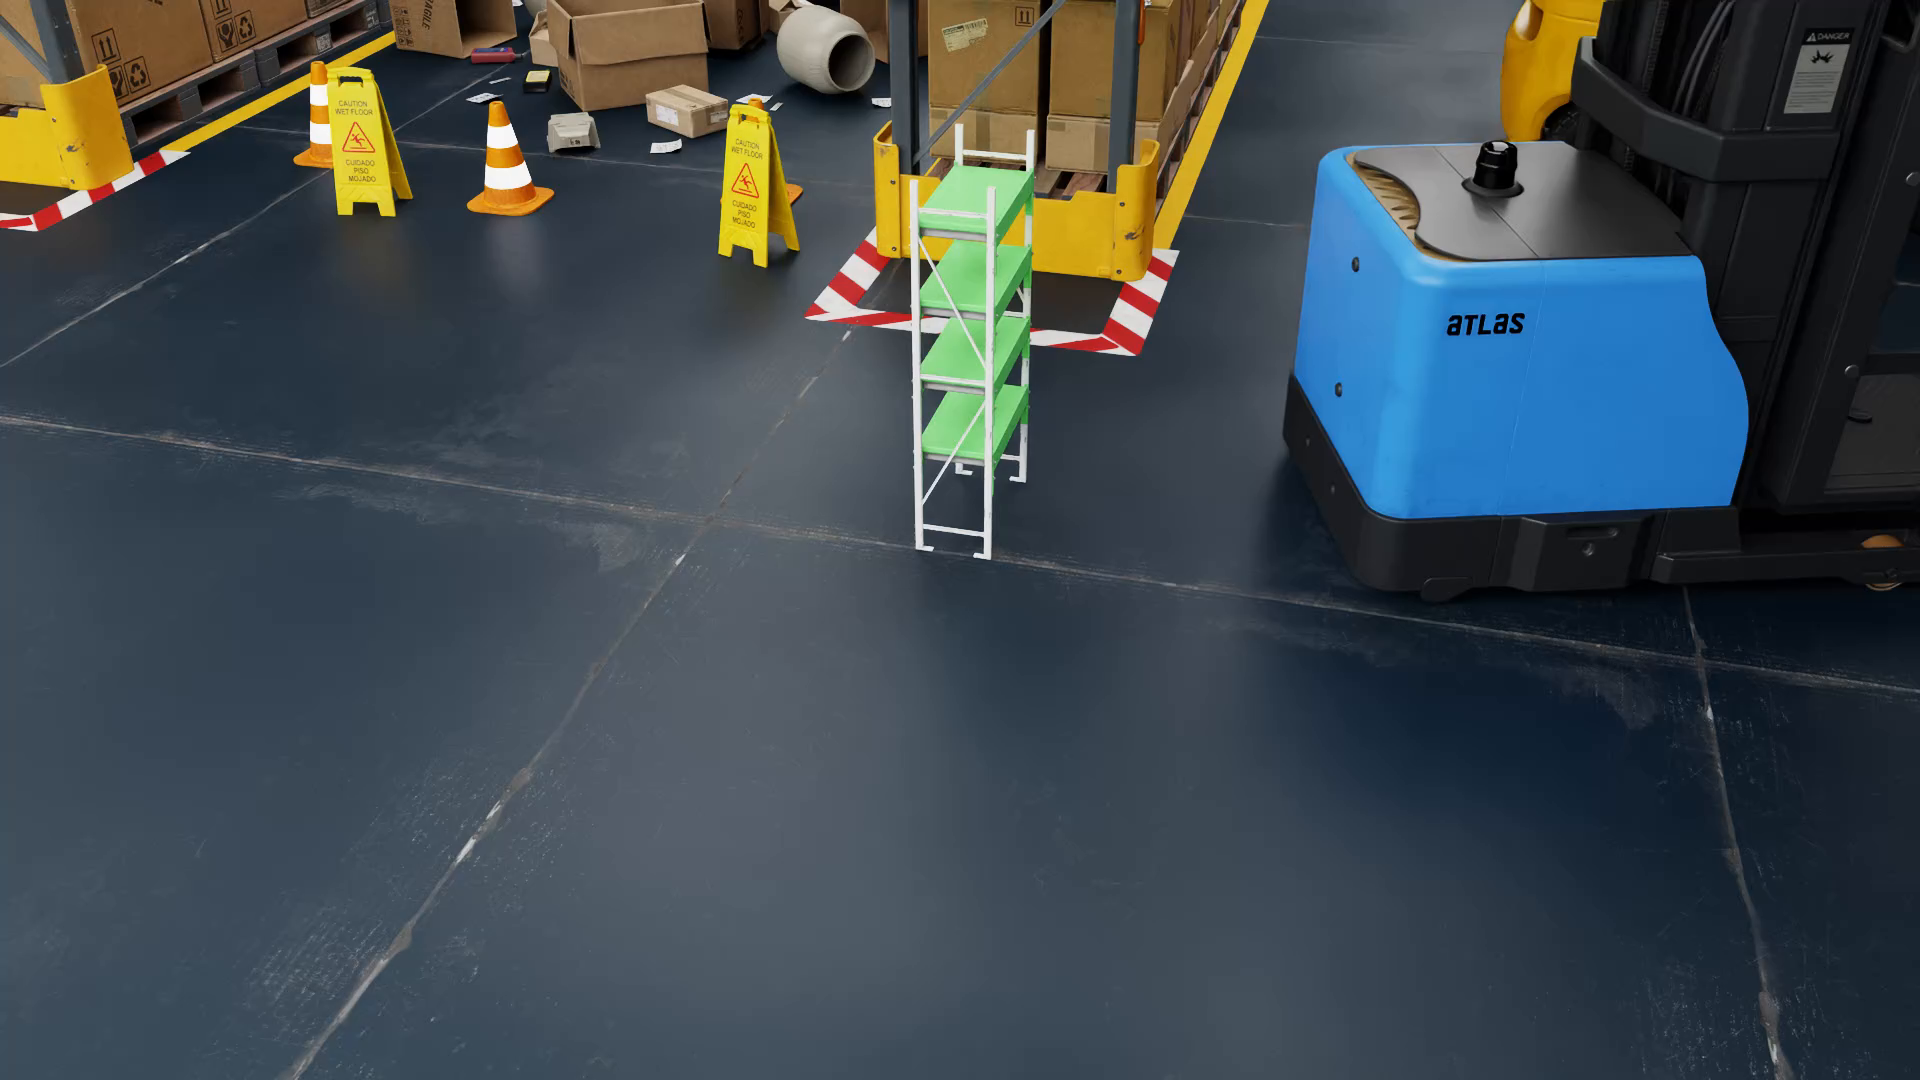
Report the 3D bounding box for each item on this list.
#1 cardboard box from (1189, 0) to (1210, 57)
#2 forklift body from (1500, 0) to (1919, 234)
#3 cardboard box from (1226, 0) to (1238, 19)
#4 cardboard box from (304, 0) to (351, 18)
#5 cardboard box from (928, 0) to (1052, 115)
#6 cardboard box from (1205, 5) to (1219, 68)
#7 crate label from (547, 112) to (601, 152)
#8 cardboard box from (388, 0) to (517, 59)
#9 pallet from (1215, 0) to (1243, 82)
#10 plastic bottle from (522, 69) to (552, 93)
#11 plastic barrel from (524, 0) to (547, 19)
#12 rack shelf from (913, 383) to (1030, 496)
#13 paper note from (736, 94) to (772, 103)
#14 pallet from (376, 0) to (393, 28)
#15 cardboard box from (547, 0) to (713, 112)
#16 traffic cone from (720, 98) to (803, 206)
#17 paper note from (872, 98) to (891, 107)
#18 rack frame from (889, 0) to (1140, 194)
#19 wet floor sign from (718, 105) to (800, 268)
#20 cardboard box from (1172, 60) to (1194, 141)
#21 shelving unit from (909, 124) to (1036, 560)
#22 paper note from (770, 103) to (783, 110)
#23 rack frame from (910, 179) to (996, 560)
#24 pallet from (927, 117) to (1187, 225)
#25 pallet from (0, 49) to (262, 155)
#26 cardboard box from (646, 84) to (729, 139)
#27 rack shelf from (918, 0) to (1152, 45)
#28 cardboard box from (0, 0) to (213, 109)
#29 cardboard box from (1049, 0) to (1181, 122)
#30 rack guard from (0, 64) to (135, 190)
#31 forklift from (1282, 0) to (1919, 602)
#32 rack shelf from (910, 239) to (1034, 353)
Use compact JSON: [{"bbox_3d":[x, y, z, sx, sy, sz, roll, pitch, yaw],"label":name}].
[{"bbox_3d":[0.955,-2.724,8.212,0.500,0.500,0.500,9,33,13],"label":"cardboard box"},{"bbox_3d":[3.733,-2.667,7.440,2.313,2.155,1.214,8,33,12],"label":"forklift body"},{"bbox_3d":[1.339,-3.216,9.684,0.500,0.250,0.500,10,34,15],"label":"cardboard box"},{"bbox_3d":[-4.037,-3.659,9.799,0.875,0.875,0.875,8,33,13],"label":"cardboard box"},{"bbox_3d":[0.165,-2.251,7.467,0.500,0.500,0.500,8,33,13],"label":"cardboard box"},{"bbox_3d":[1.080,-2.675,8.833,0.500,0.250,0.500,9,33,13],"label":"cardboard box"},{"bbox_3d":[-1.945,-2.048,8.344,0.250,0.136,0.298,-8,33,-13],"label":"crate label"},{"bbox_3d":[-2.986,-3.164,9.759,0.500,0.500,0.500,14,35,21],"label":"cardboard box"},{"bbox_3d":[1.093,-3.012,9.791,1.003,0.211,1.213,8,33,12],"label":"pallet"},{"bbox_3d":[-2.334,-2.546,9.198,0.133,0.061,0.283,-3,33,-4],"label":"plastic bottle"},{"bbox_3d":[-2.389,-3.279,10.013,0.421,0.421,0.512,-21,38,-29],"label":"plastic barrel"},{"bbox_3d":[0.042,-0.336,5.226,0.258,0.148,0.480,8,33,12],"label":"rack shelf"},{"bbox_3d":[-1.111,-2.390,8.992,0.148,0.019,0.142,20,38,29],"label":"paper note"},{"bbox_3d":[-3.853,-3.603,10.721,1.003,0.211,1.213,8,33,12],"label":"pallet"},{"bbox_3d":[-1.789,-2.669,8.979,0.797,0.503,0.637,-14,35,-21],"label":"cardboard box"},{"bbox_3d":[-0.925,-1.795,7.642,0.336,0.463,0.334,8,33,12],"label":"traffic cone"},{"bbox_3d":[-0.399,-2.359,8.933,0.142,0.019,0.148,-3,33,-4],"label":"paper note"},{"bbox_3d":[0.214,-2.466,6.334,1.000,3.000,0.127,8,33,12],"label":"rack frame"},{"bbox_3d":[-0.869,-1.520,7.039,0.267,0.644,0.232,20,38,29],"label":"wet floor sign"},{"bbox_3d":[0.823,-2.128,7.973,0.500,0.250,0.500,9,34,14],"label":"cardboard box"},{"bbox_3d":[0.042,-0.592,5.063,0.258,1.200,0.503,8,33,12],"label":"shelving unit"},{"bbox_3d":[-0.980,-2.316,8.883,0.032,0.001,0.123,8,33,12],"label":"paper note"},{"bbox_3d":[-0.020,-0.466,4.864,0.240,1.200,0.015,8,33,12],"label":"rack frame"},{"bbox_3d":[0.474,-1.746,7.799,1.003,0.211,1.213,8,33,12],"label":"pallet"},{"bbox_3d":[-4.472,-2.337,8.729,1.003,0.211,1.213,8,33,12],"label":"pallet"},{"bbox_3d":[-1.408,-2.218,8.600,0.380,0.149,0.250,28,42,36],"label":"cardboard box"},{"bbox_3d":[0.721,-3.201,8.159,1.077,0.370,4.000,8,33,12],"label":"rack shelf"},{"bbox_3d":[-4.492,-2.729,8.336,0.875,0.875,0.875,8,33,13],"label":"cardboard box"},{"bbox_3d":[0.692,-2.193,7.376,0.500,0.500,0.500,7,33,11],"label":"cardboard box"},{"bbox_3d":[-4.606,-2.021,7.962,1.175,0.500,0.348,8,33,12],"label":"rack guard"},{"bbox_3d":[2.645,-1.366,4.667,3.031,2.935,1.130,-3,33,-4],"label":"forklift"},{"bbox_3d":[0.042,-0.741,4.969,0.258,0.148,0.480,8,33,12],"label":"rack shelf"}]
